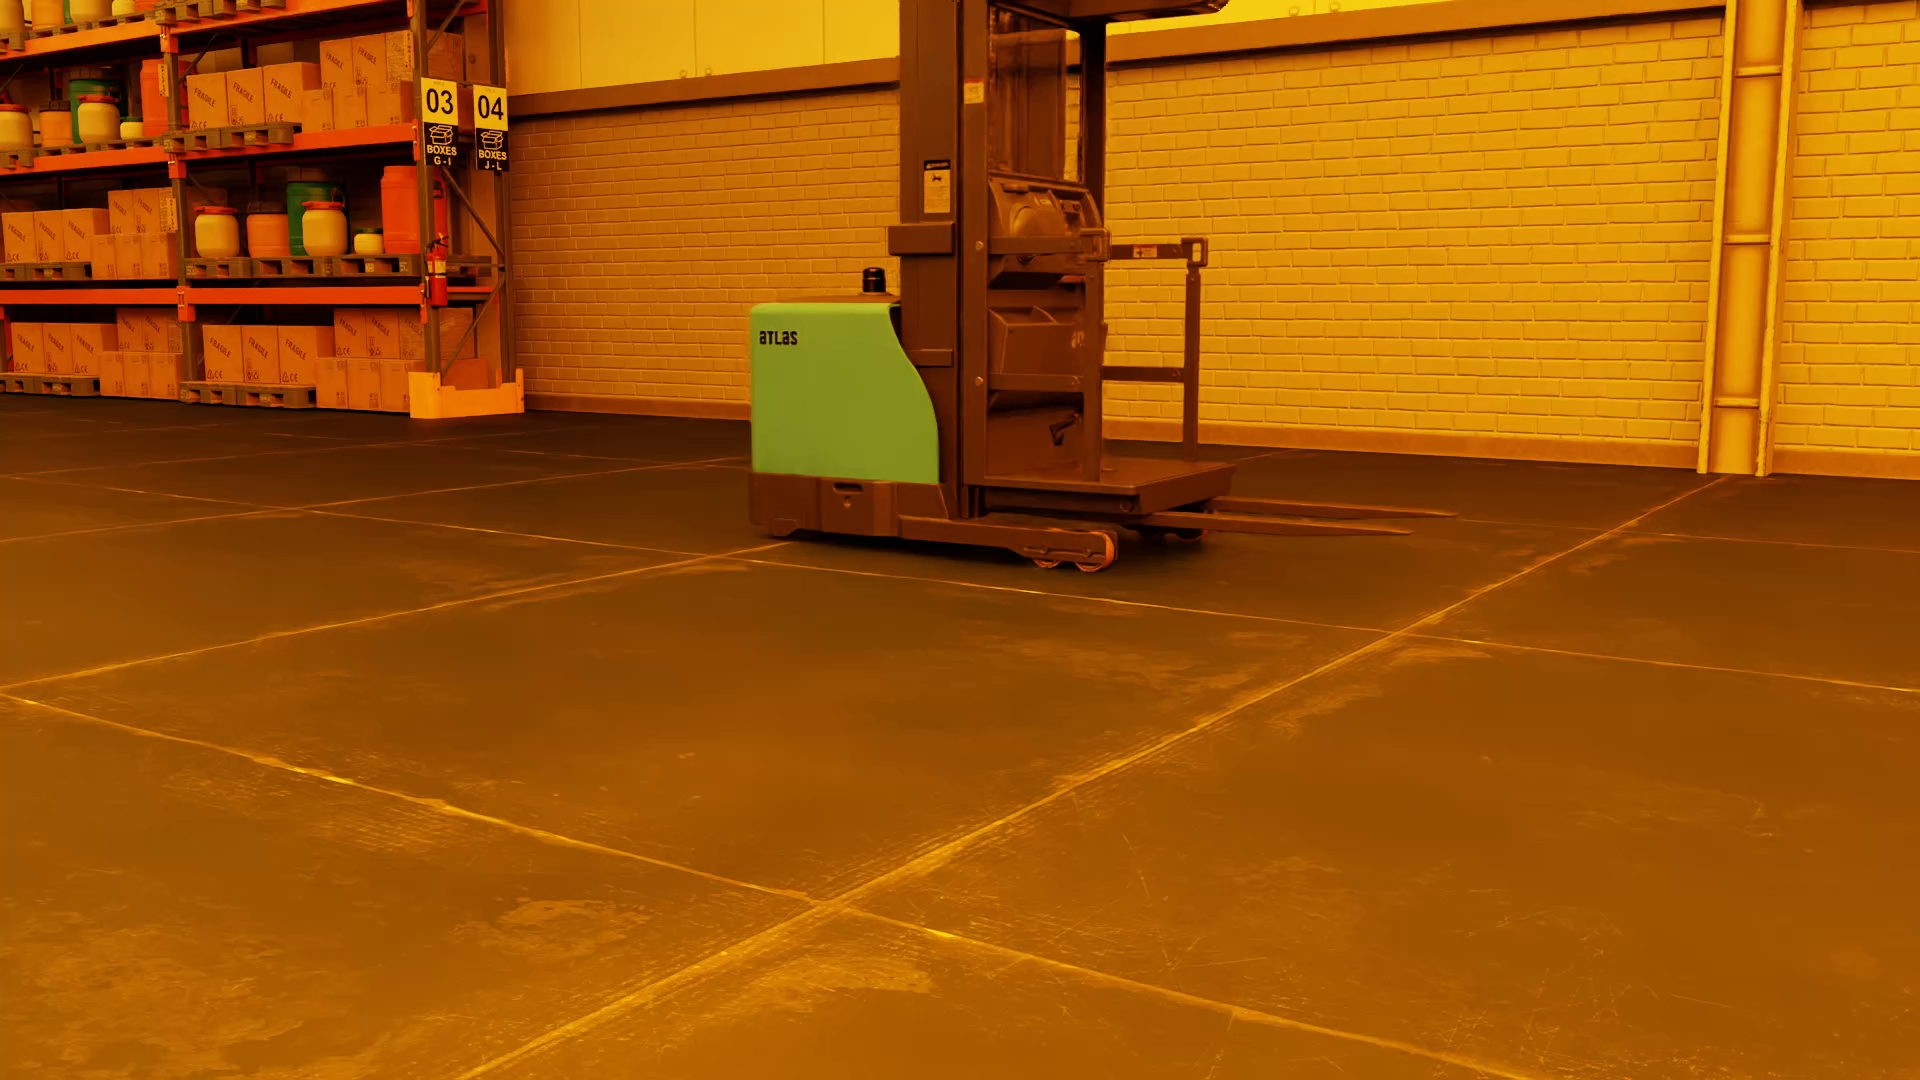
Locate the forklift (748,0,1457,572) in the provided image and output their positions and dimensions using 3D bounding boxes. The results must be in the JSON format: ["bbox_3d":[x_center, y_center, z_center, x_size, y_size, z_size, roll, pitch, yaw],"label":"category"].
[{"bbox_3d":[0.556,-1.407,7.085,3.031,2.935,1.130,5,9,31],"label":"forklift"}]
